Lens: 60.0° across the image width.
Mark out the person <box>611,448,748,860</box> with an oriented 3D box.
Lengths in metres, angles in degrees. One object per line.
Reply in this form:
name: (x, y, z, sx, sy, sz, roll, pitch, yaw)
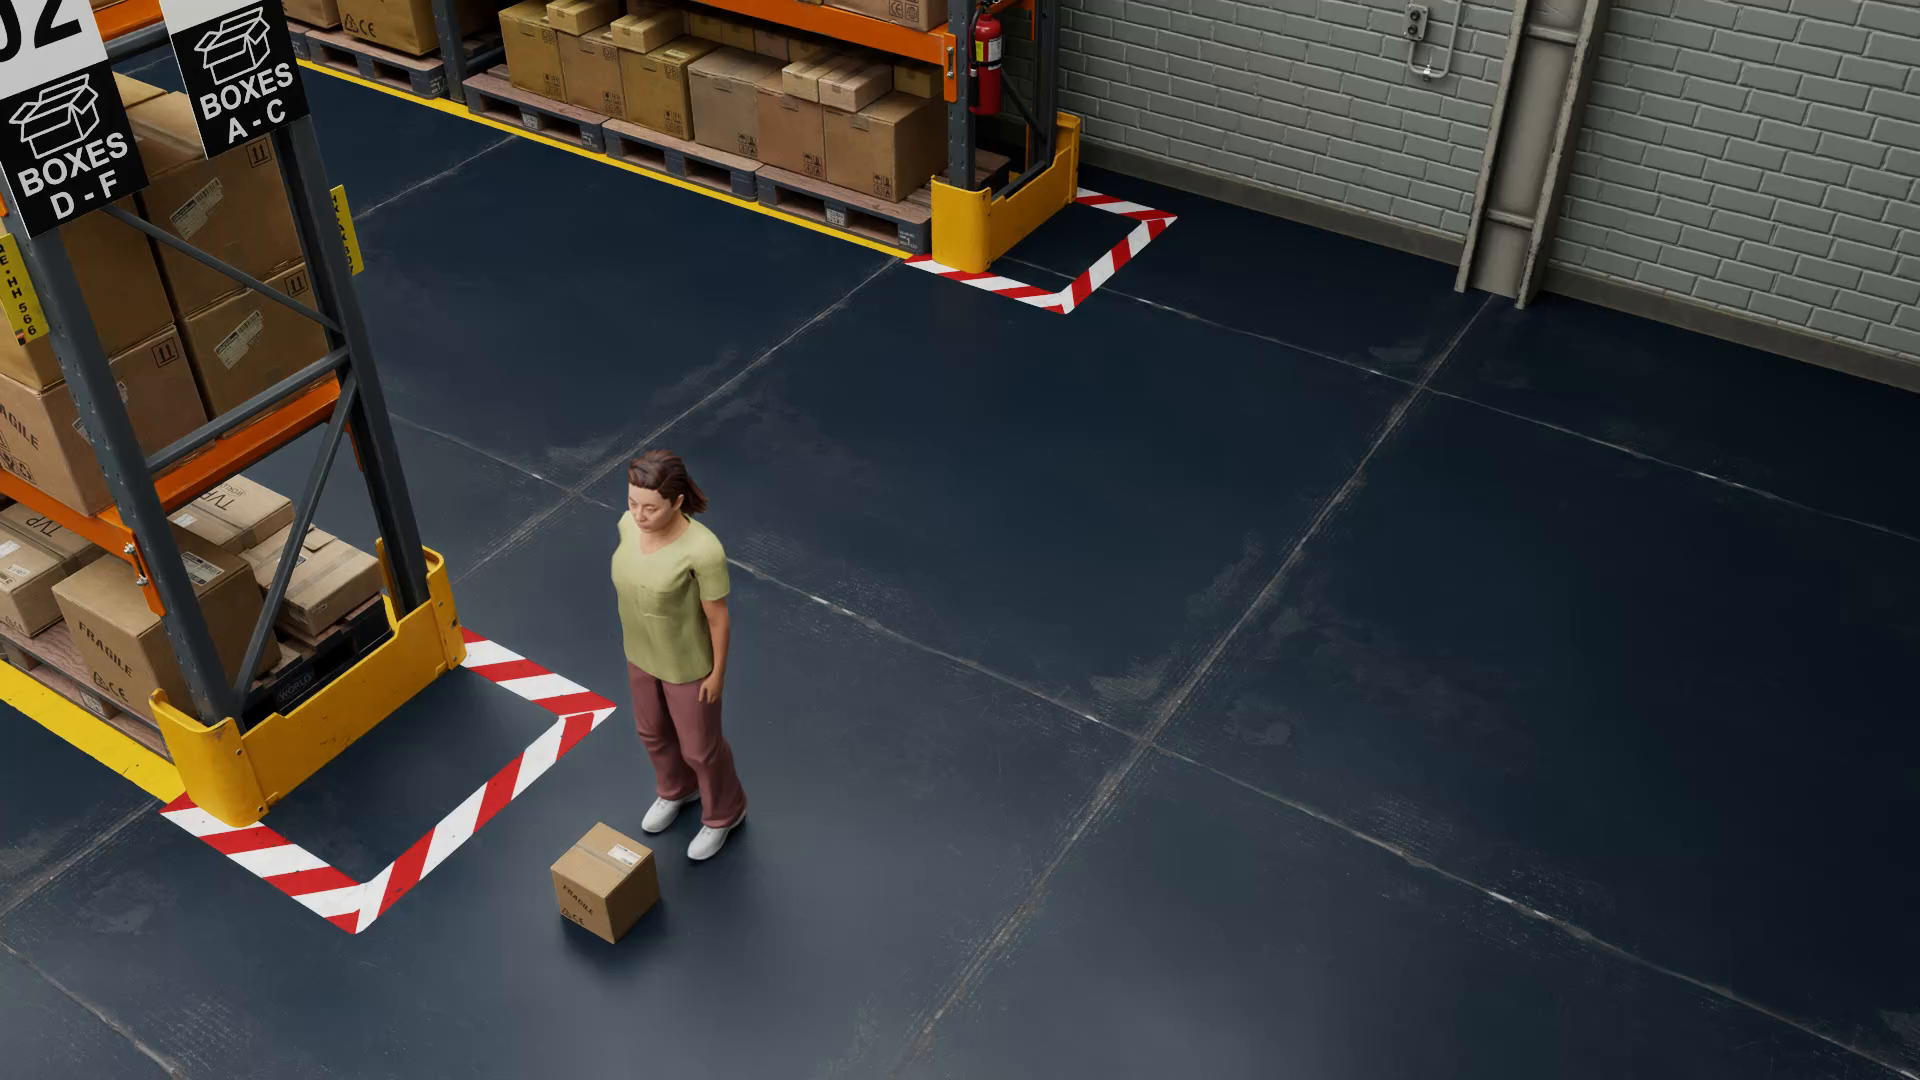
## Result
person: (-0.957, 0.392, 5.669, 0.441, 1.670, 0.362, 23, 44, 26)
